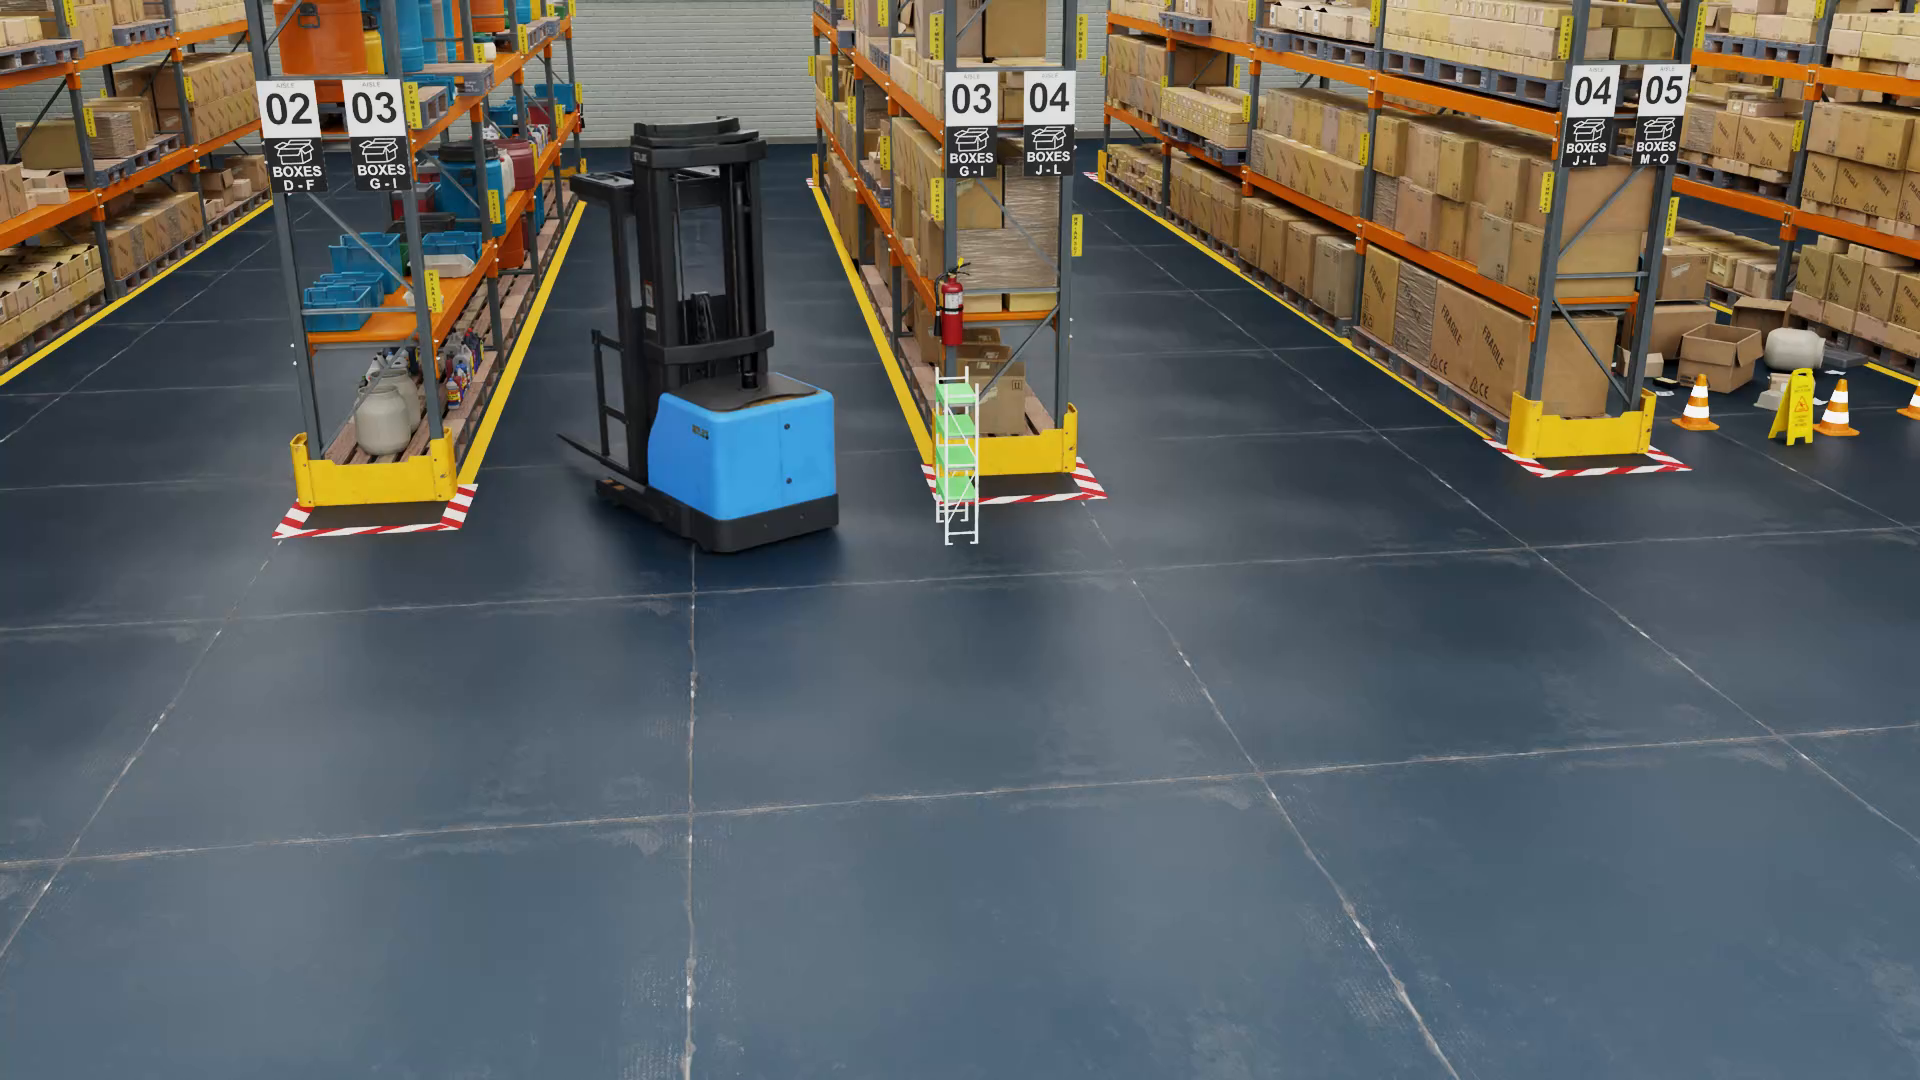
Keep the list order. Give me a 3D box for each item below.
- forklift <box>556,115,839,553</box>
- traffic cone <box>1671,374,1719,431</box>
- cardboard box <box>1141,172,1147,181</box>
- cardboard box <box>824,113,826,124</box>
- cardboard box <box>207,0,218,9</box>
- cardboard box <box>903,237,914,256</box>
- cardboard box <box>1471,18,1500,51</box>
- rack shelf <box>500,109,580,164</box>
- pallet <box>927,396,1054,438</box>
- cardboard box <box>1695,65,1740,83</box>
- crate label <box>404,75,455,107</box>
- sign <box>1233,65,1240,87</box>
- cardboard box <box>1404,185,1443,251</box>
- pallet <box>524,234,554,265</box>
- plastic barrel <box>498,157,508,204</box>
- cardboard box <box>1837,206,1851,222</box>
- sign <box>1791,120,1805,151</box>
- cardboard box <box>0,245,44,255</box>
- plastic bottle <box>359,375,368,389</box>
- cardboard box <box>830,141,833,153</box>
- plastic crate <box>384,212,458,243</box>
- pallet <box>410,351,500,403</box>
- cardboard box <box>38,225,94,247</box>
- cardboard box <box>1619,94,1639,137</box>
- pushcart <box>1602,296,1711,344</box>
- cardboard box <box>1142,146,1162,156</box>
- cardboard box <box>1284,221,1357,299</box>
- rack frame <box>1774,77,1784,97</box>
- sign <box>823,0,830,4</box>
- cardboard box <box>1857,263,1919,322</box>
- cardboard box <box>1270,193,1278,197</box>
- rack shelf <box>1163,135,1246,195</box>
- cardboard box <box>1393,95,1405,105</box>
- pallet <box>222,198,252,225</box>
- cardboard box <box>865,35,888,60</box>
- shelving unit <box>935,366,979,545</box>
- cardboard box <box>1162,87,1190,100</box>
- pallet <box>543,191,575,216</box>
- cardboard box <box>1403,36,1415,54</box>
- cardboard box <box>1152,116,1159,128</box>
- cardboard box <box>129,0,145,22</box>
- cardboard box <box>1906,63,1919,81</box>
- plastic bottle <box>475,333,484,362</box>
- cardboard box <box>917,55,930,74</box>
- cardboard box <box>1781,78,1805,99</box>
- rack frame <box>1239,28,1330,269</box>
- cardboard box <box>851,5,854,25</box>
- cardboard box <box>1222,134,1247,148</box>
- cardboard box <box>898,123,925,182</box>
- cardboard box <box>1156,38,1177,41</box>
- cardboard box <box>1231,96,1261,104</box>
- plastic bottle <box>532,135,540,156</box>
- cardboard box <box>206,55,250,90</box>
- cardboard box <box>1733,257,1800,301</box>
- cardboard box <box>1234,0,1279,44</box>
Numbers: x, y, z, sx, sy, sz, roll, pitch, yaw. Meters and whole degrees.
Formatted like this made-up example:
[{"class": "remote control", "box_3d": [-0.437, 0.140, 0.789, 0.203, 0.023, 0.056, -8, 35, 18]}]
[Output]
[{"class": "forklift", "box_3d": [-2.206, -1.730, 12.658, 1.130, 2.935, 3.031, -15, 25, -36]}, {"class": "traffic cone", "box_3d": [6.628, -1.255, 14.914, 0.336, 0.463, 0.334, -3, 21, -8]}, {"class": "cardboard box", "box_3d": [3.107, -5.800, 26.507, 0.380, 0.149, 0.250, -2, 21, -6]}, {"class": "cardboard box", "box_3d": [-1.907, -6.544, 25.808, 0.380, 0.149, 0.250, -3, 21, -9]}, {"class": "cardboard box", "box_3d": [-11.188, -7.899, 24.290, 0.500, 0.250, 0.500, -3, 21, -8]}, {"class": "cardboard box", "box_3d": [-0.339, -2.803, 15.793, 0.380, 0.149, 0.250, -3, 21, -8]}, {"class": "cardboard box", "box_3d": [4.810, -4.408, 14.490, 0.500, 0.250, 0.500, -3, 21, -8]}, {"class": "rack shelf", "box_3d": [-6.543, -6.233, 25.645, 1.077, 0.370, 4.000, -3, 21, -8]}, {"class": "pallet", "box_3d": [0.284, -0.976, 14.526, 1.003, 0.211, 1.213, -3, 21, -8]}, {"class": "cardboard box", "box_3d": [12.803, -7.994, 28.050, 0.500, 0.500, 0.500, -2, 21, -6]}, {"class": "crate label", "box_3d": [-4.467, -3.723, 13.822, 0.502, 0.251, 0.408, -3, 21, -8]}, {"class": "sign", "box_3d": [4.118, -6.914, 24.786, 0.100, 0.325, 0.005, -3, 21, -8]}, {"class": "cardboard box", "box_3d": [4.851, -3.133, 16.104, 0.875, 0.550, 0.550, -3, 21, -8]}, {"class": "pallet", "box_3d": [-6.005, -3.879, 22.299, 1.003, 0.211, 1.213, -3, 21, -8]}, {"class": "plastic barrel", "box_3d": [-5.190, -3.917, 18.223, 0.433, 0.535, 0.433, 0, 20, 0]}, {"class": "cardboard box", "box_3d": [9.491, -3.439, 17.496, 0.380, 0.149, 0.250, -3, 21, -8]}, {"class": "sign", "box_3d": [9.058, -4.370, 17.976, 0.100, 0.325, 0.005, -3, 21, -8]}, {"class": "cardboard box", "box_3d": [-10.795, -3.219, 19.076, 0.500, 0.311, 0.500, -2, 21, -6]}, {"class": "plastic bottle", "box_3d": [-5.258, -1.310, 14.689, 0.061, 0.283, 0.133, -2, 21, -6]}, {"class": "cardboard box", "box_3d": [-1.627, -6.181, 26.914, 0.875, 0.875, 0.875, -3, 21, -8]}, {"class": "plastic crate", "box_3d": [-5.152, -2.891, 15.758, 0.767, 0.338, 0.504, -3, 21, -8]}, {"class": "pallet", "box_3d": [-5.046, -1.567, 16.109, 1.003, 0.211, 1.213, -3, 21, -8]}, {"class": "cardboard box", "box_3d": [-10.947, -3.591, 20.488, 0.500, 0.500, 0.500, -2, 21, -6]}, {"class": "cardboard box", "box_3d": [8.866, -5.458, 21.373, 0.500, 0.500, 0.500, -4, 21, -9]}, {"class": "pushcart", "box_3d": [7.358, -2.496, 18.361, 1.648, 0.377, 0.936, -11, 23, -26]}, {"class": "cardboard box", "box_3d": [3.299, -6.607, 28.242, 0.380, 0.149, 0.250, -3, 21, -7]}, {"class": "cardboard box", "box_3d": [4.409, -3.260, 19.272, 1.050, 0.750, 0.750, -3, 21, -8]}, {"class": "rack frame", "box_3d": [13.365, -6.879, 26.346, 1.000, 3.000, 0.127, -3, 21, -8]}, {"class": "sign", "box_3d": [-1.902, -7.783, 23.629, 0.100, 0.325, 0.005, -3, 21, -8]}, {"class": "cardboard box", "box_3d": [9.586, -2.535, 16.974, 0.500, 0.500, 0.500, -2, 21, -5]}, {"class": "cardboard box", "box_3d": [4.286, -4.585, 22.107, 0.500, 0.250, 0.500, -4, 21, -10]}, {"class": "rack shelf", "box_3d": [3.858, -5.313, 23.182, 1.077, 0.370, 4.000, -3, 21, -8]}, {"class": "cardboard box", "box_3d": [7.762, -7.704, 28.414, 0.500, 0.500, 0.500, -3, 21, -9]}, {"class": "pallet", "box_3d": [-11.434, -4.984, 25.258, 1.003, 0.211, 1.213, -3, 21, -8]}, {"class": "cardboard box", "box_3d": [-0.803, -5.546, 18.706, 0.500, 0.250, 0.500, -2, 21, -7]}, {"class": "shelving unit", "box_3d": [-0.024, -0.619, 12.160, 0.258, 1.200, 0.503, -3, 21, -8]}, {"class": "cardboard box", "box_3d": [3.171, -6.541, 24.349, 0.380, 0.149, 0.250, -2, 21, -5]}, {"class": "pallet", "box_3d": [-6.578, -5.247, 25.963, 1.003, 0.211, 1.213, -3, 21, -8]}, {"class": "cardboard box", "box_3d": [4.513, -4.784, 16.068, 0.380, 0.149, 0.250, -3, 21, -8]}, {"class": "cardboard box", "box_3d": [3.152, -6.395, 25.412, 0.380, 0.149, 0.250, -3, 21, -9]}, {"class": "cardboard box", "box_3d": [-11.157, -7.146, 21.890, 0.600, 0.600, 0.600, -5, 21, -13]}, {"class": "cardboard box", "box_3d": [9.508, -4.574, 16.246, 0.380, 0.149, 0.250, -3, 21, -9]}, {"class": "plastic bottle", "box_3d": [-4.705, -1.891, 16.246, 0.061, 0.283, 0.133, -2, 21, -5]}, {"class": "cardboard box", "box_3d": [-0.152, -4.025, 14.064, 0.380, 0.149, 0.250, -4, 21, -10]}, {"class": "cardboard box", "box_3d": [13.213, -6.944, 25.777, 0.700, 0.500, 0.500, -2, 21, -6]}, {"class": "rack frame", "box_3d": [4.146, -4.957, 21.202, 1.000, 3.000, 0.127, -3, 21, -8]}, {"class": "cardboard box", "box_3d": [-1.147, -6.893, 21.354, 0.500, 0.500, 0.500, -2, 21, -5]}, {"class": "cardboard box", "box_3d": [3.620, -5.184, 21.568, 0.380, 0.149, 0.250, -3, 21, -7]}, {"class": "cardboard box", "box_3d": [-0.313, -3.670, 15.759, 0.500, 0.500, 0.500, -3, 21, -8]}, {"class": "cardboard box", "box_3d": [3.462, -7.881, 27.033, 0.500, 0.500, 0.500, -2, 21, -5]}, {"class": "cardboard box", "box_3d": [4.008, -6.120, 23.223, 0.380, 0.149, 0.250, -4, 21, -10]}, {"class": "plastic bottle", "box_3d": [-5.699, -5.271, 22.219, 0.152, 0.276, 0.135, -3, 21, -8]}, {"class": "cardboard box", "box_3d": [-11.323, -7.214, 25.672, 0.500, 0.500, 0.500, -2, 21, -6]}, {"class": "cardboard box", "box_3d": [9.528, -3.004, 19.129, 0.950, 0.372, 0.625, -3, 21, -7]}, {"class": "cardboard box", "box_3d": [3.812, -6.594, 21.155, 0.500, 0.500, 0.500, -3, 21, -8]}]
